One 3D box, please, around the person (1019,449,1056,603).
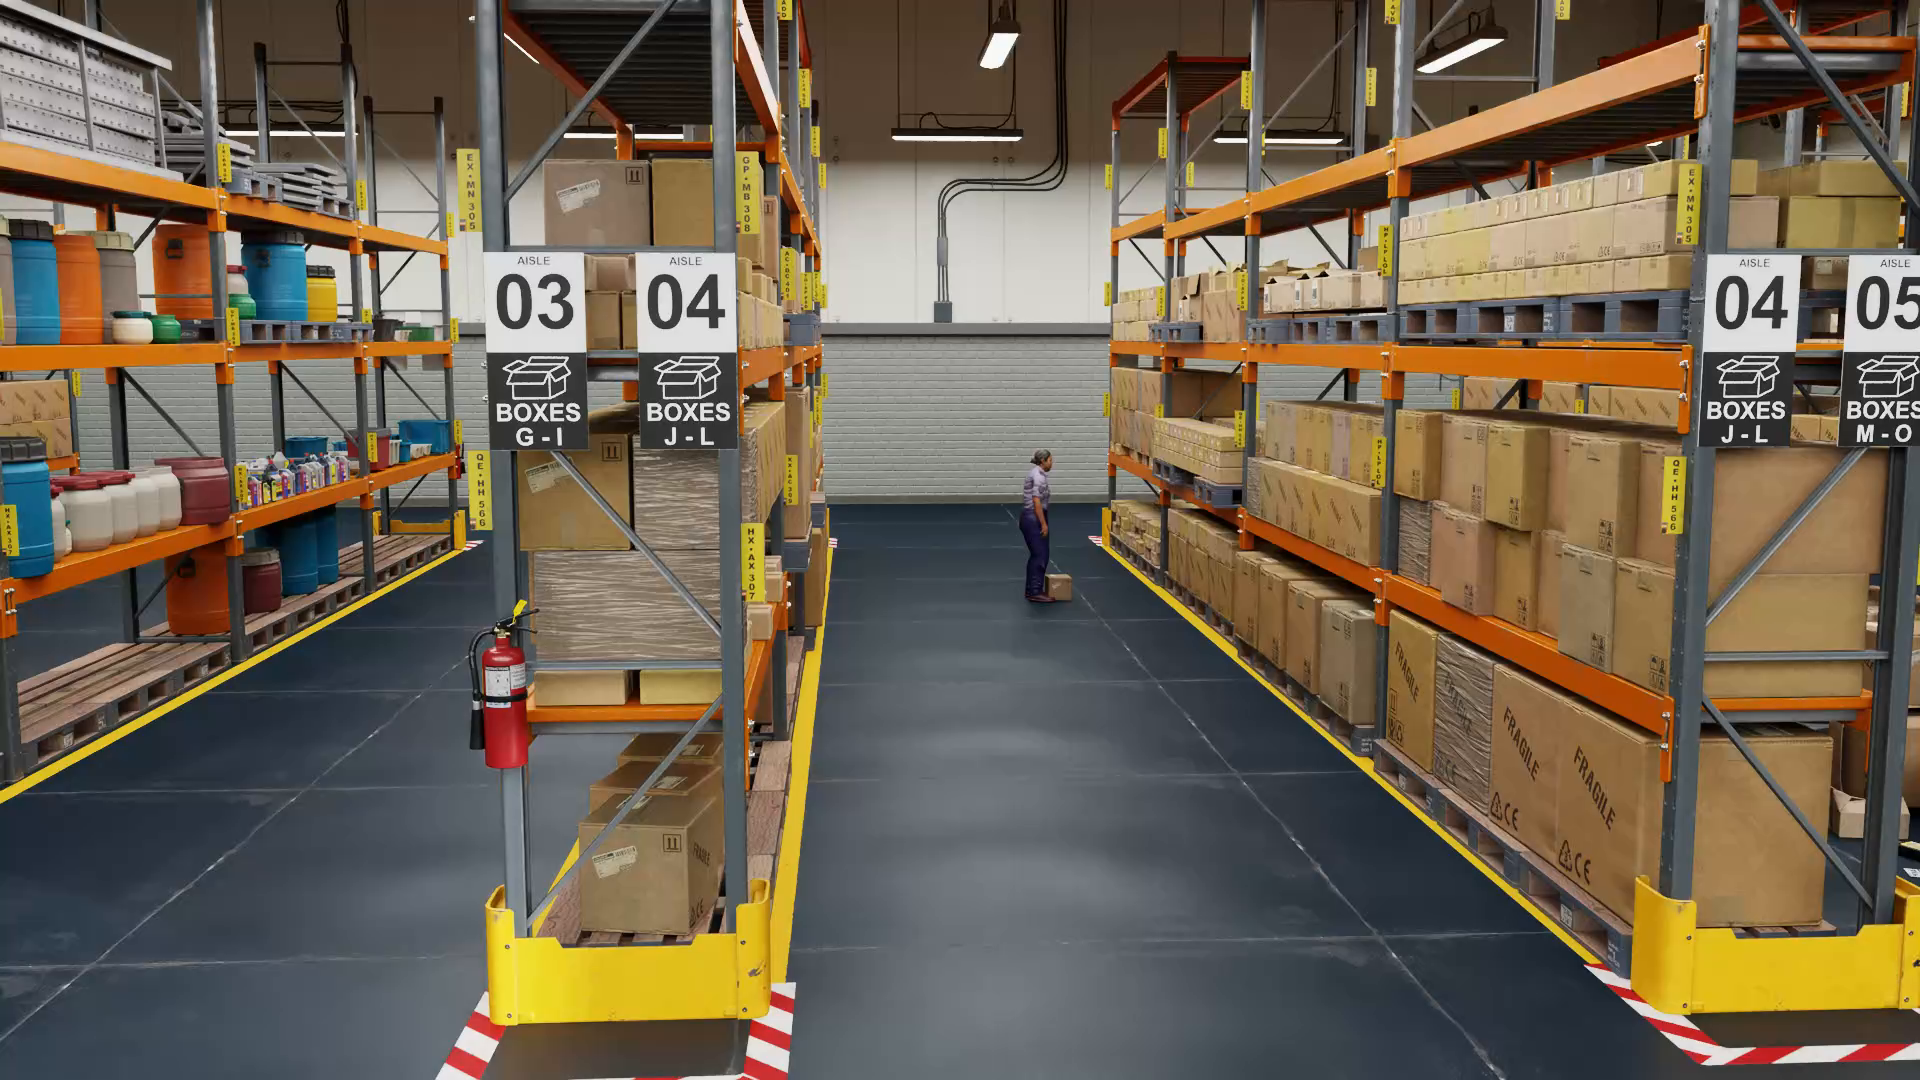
[{"bbox_3d":[0.859,-0.171,18.183,0.331,1.652,0.557,-1,7,-6],"label":"person"}]
